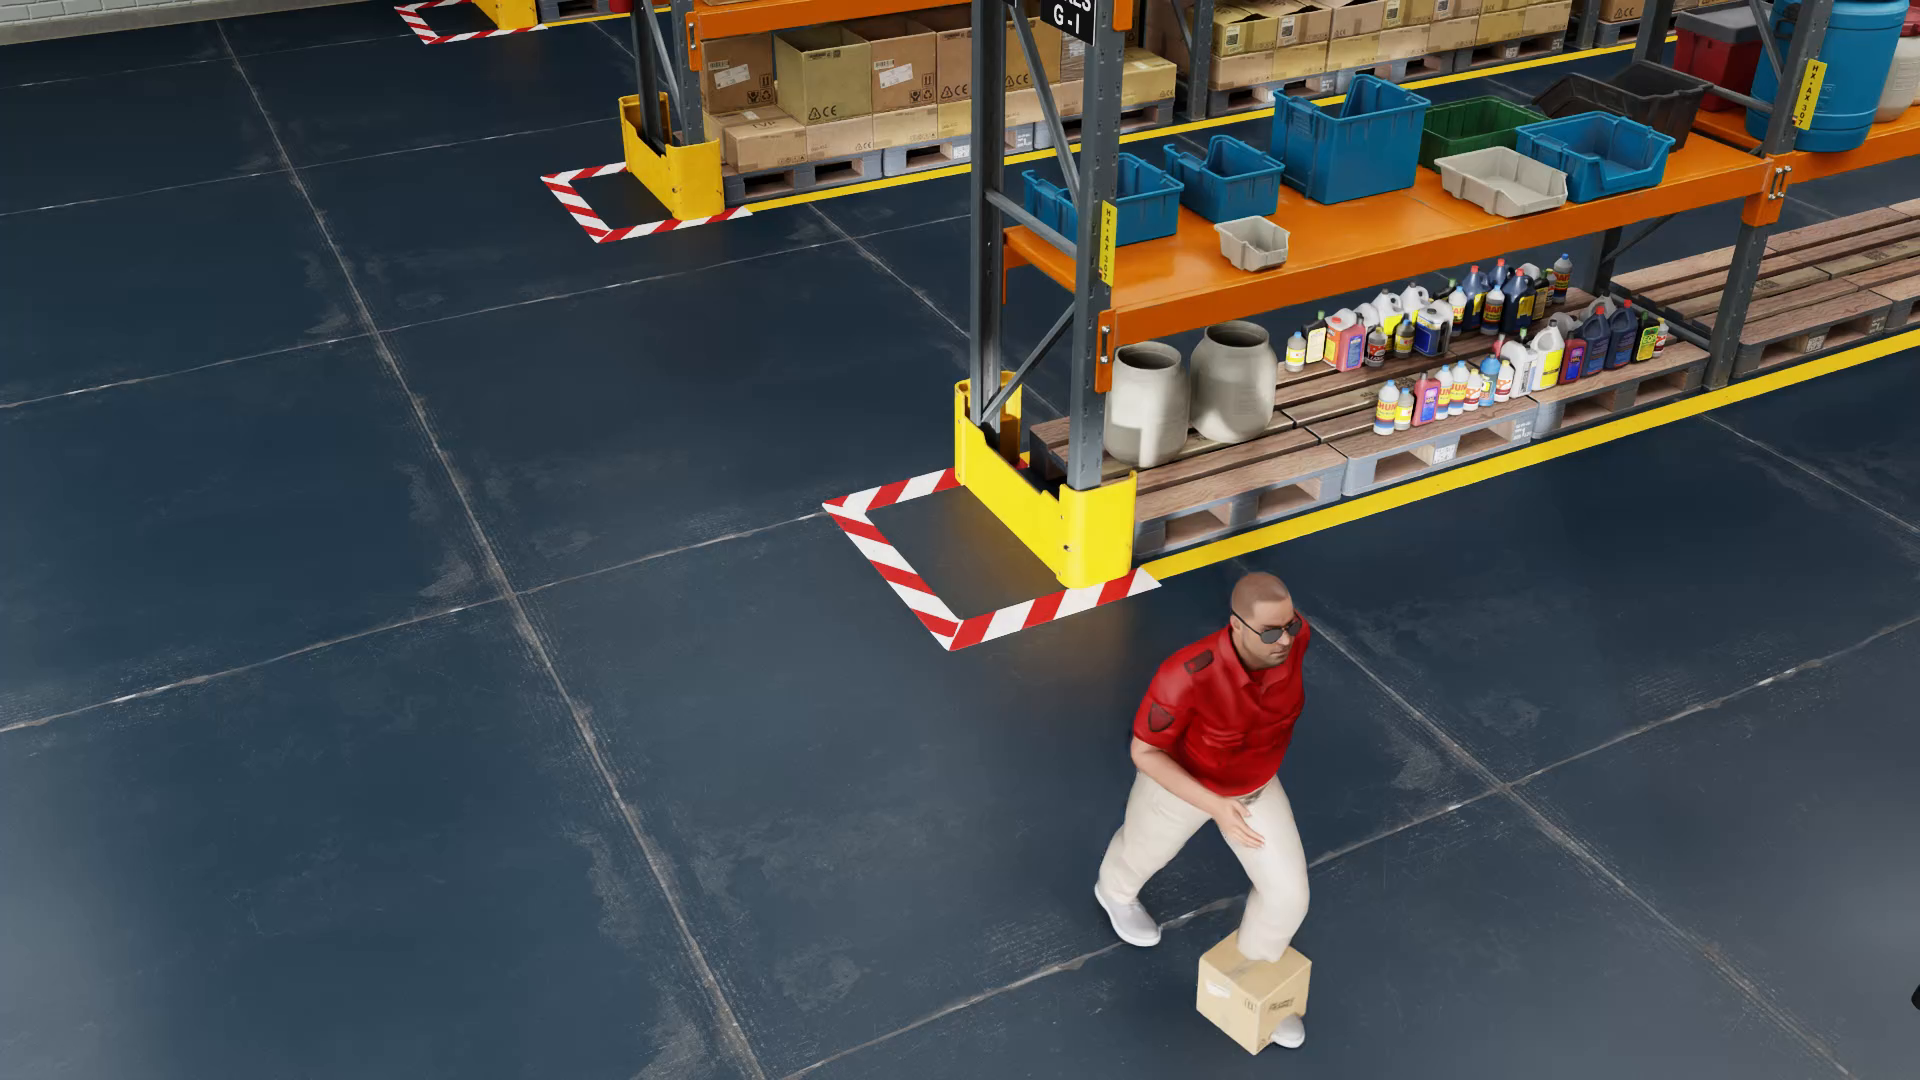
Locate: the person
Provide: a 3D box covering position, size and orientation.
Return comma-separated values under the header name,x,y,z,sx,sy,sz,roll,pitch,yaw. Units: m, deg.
name,x,y,z,sx,sy,sz,roll,pitch,yaw
person,0.779,0.739,5.061,0.678,1.649,0.921,-12,35,-18
